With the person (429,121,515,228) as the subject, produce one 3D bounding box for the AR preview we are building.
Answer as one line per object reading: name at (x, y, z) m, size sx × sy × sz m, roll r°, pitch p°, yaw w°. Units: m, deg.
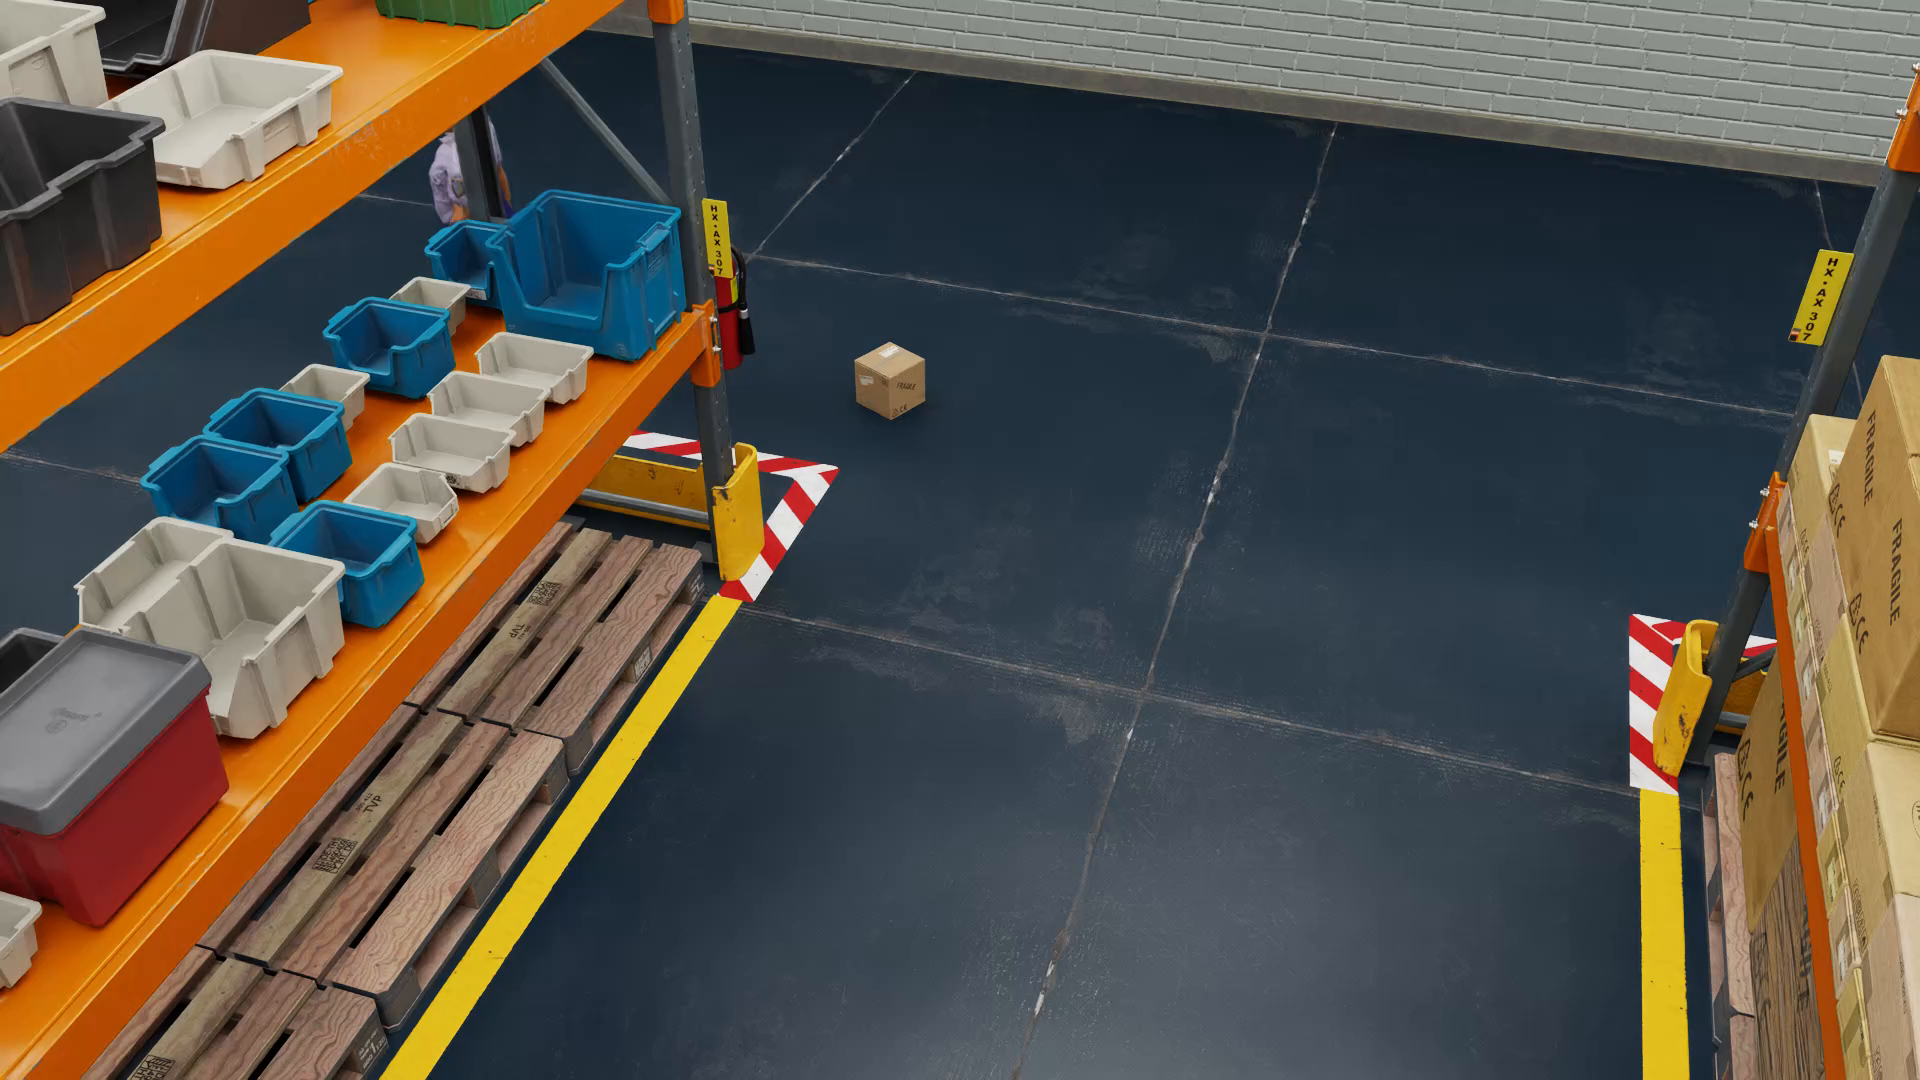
person at (-2.352, -1.454, 8.108) m, size 0.474 × 1.704 × 0.560 m, roll -3°, pitch 37°, yaw -4°
